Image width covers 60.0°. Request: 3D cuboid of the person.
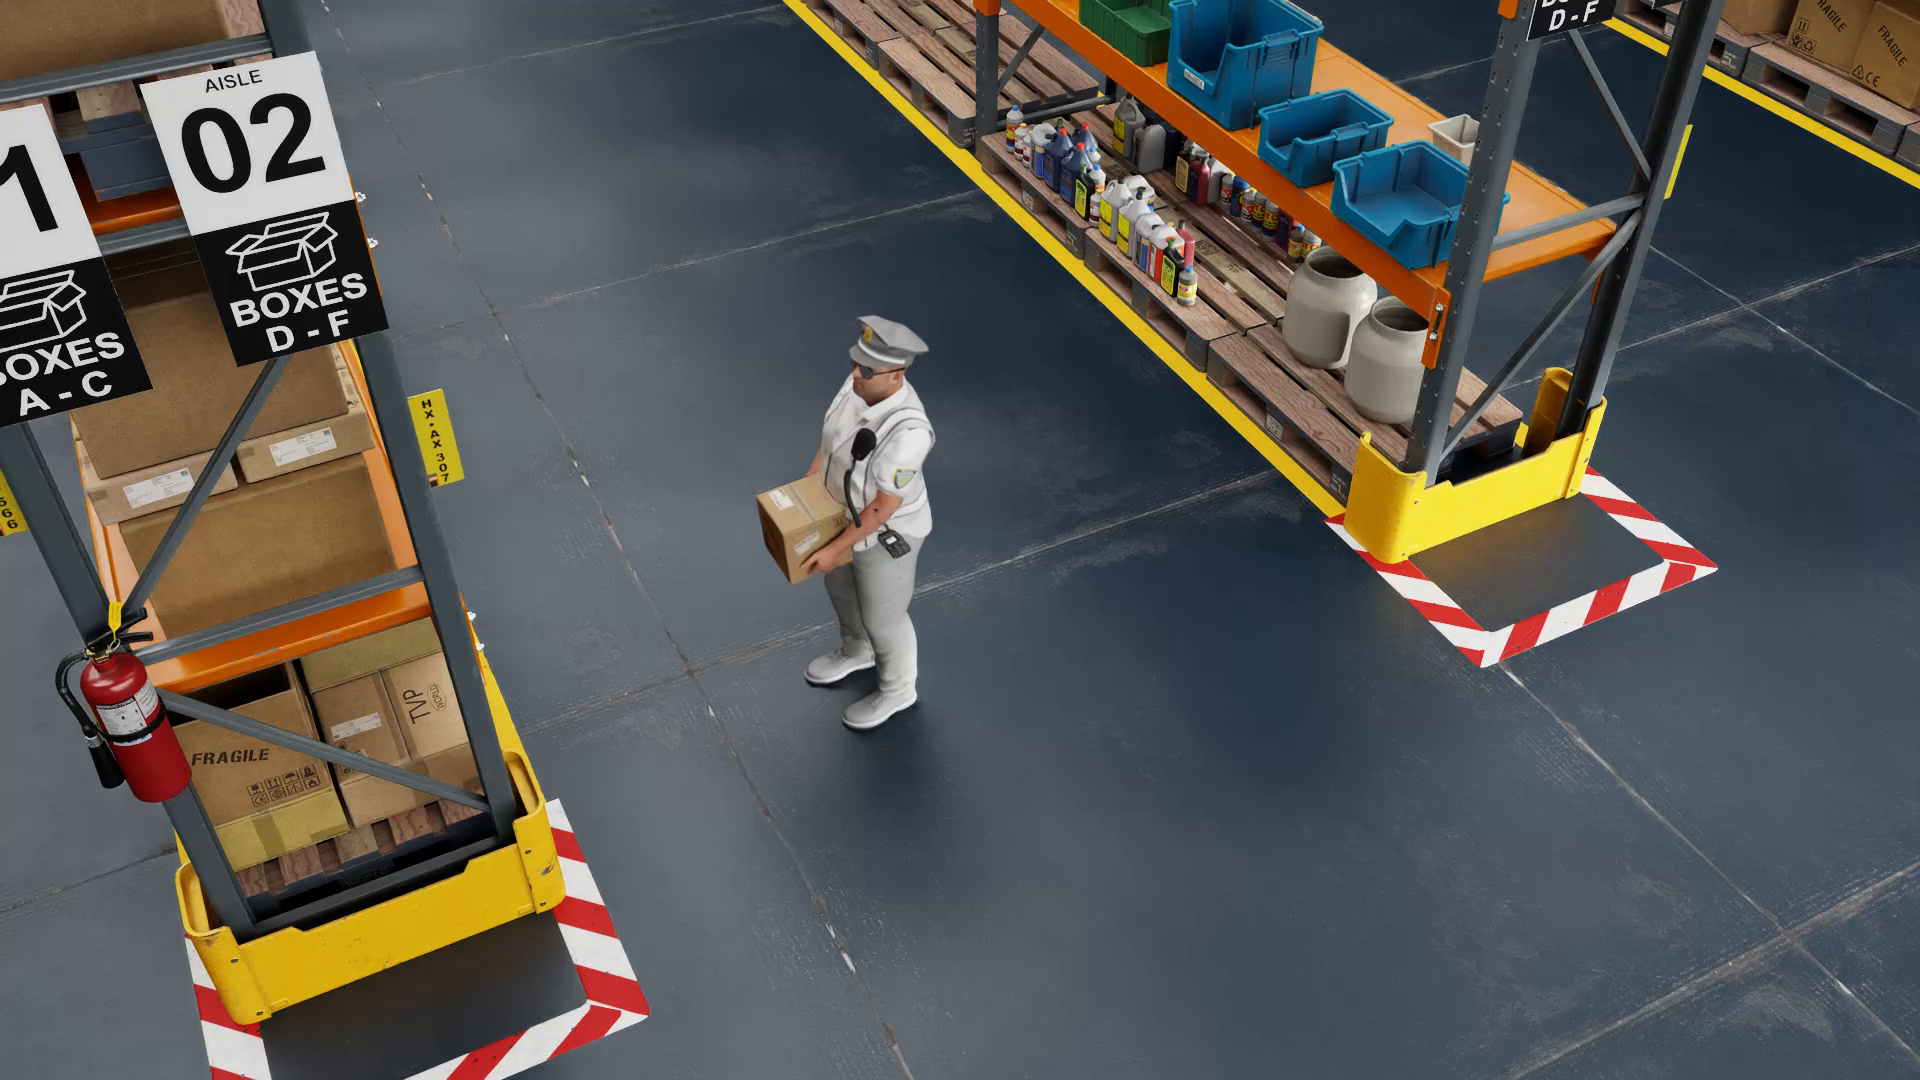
[{"bbox_3d":[-0.385,-0.041,6.174,0.552,1.782,0.513,-19,45,-21],"label":"person"}]
